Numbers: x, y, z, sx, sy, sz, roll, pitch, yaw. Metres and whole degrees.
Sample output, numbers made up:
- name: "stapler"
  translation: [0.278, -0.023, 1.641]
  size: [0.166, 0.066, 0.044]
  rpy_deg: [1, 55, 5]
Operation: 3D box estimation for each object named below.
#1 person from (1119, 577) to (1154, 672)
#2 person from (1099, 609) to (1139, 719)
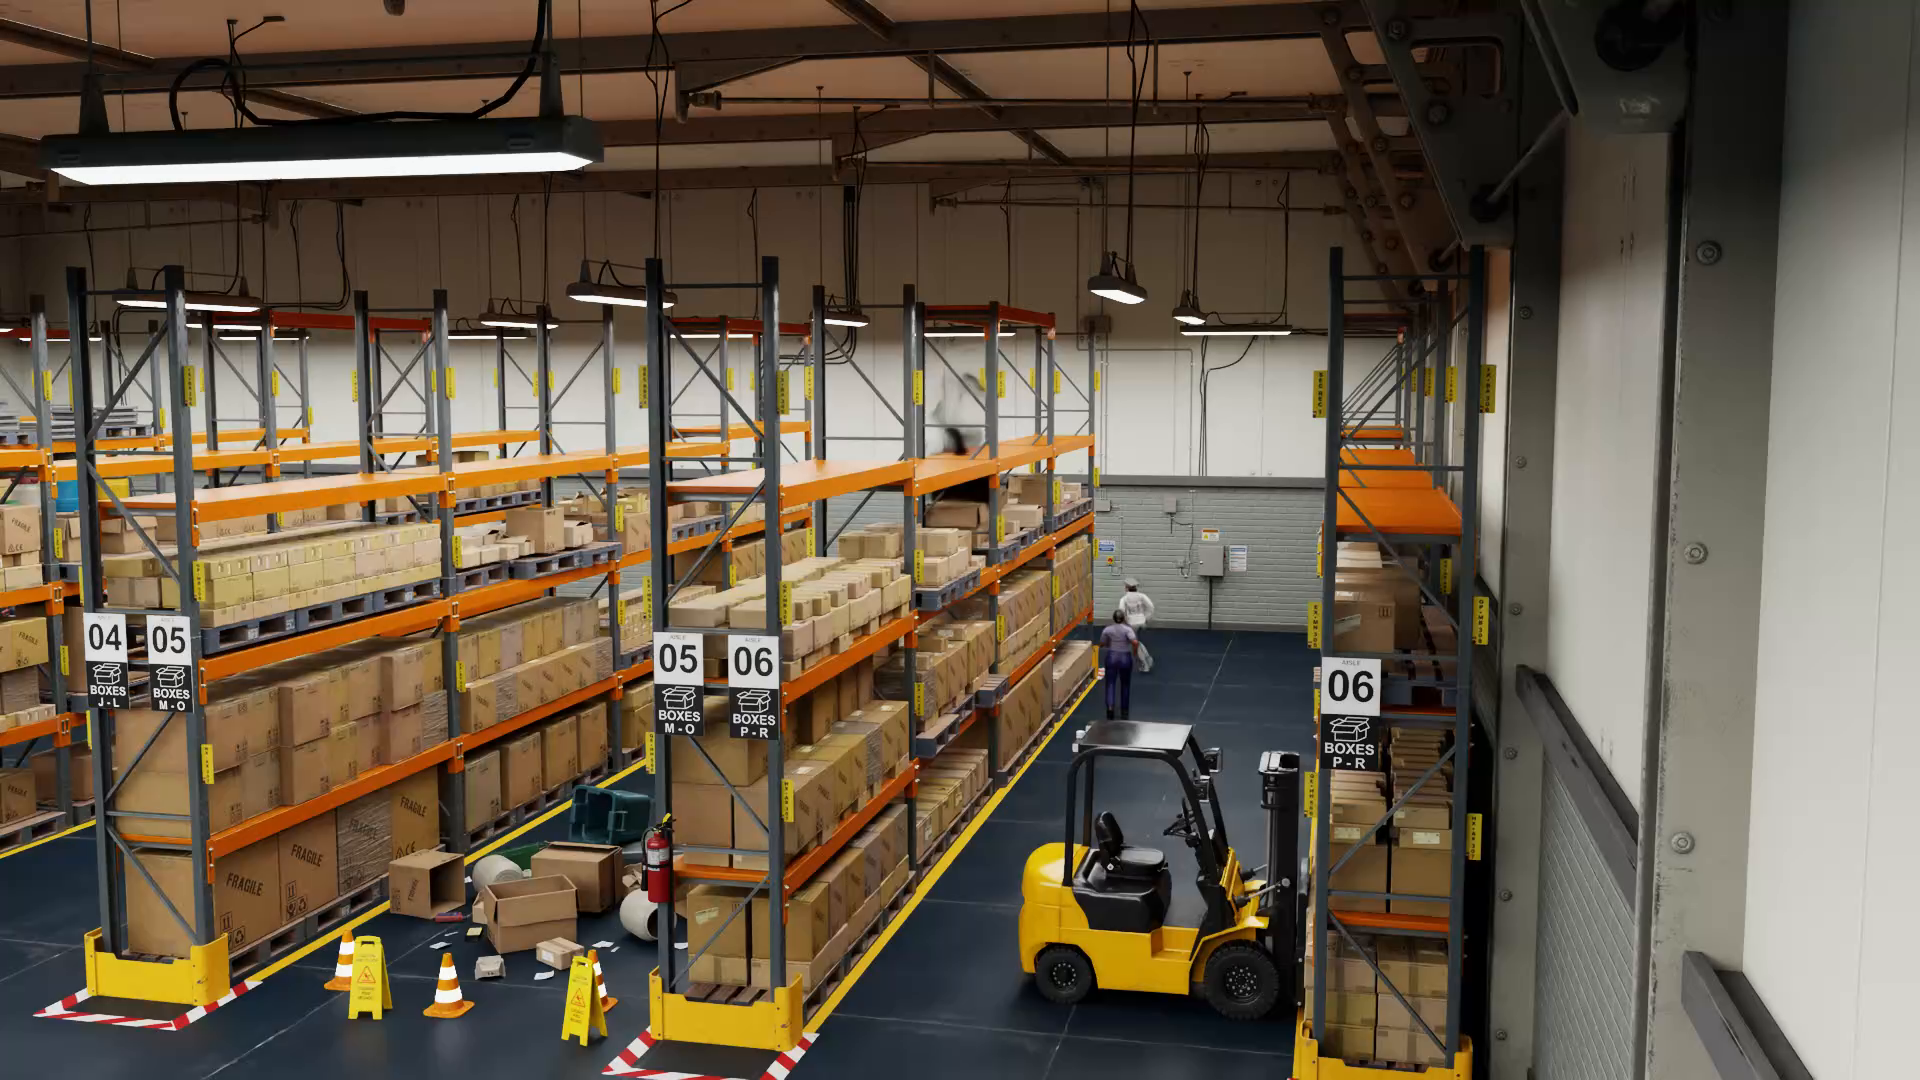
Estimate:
- name: "person"
  translation: [2.986, 1.449, 28.644]
  size: [0.650, 1.634, 0.520]
  rpy_deg: [-3, 7, -28]
- name: "person"
  translation: [2.351, 1.839, 24.637]
  size: [0.602, 1.643, 0.940]
  rpy_deg: [1, 6, 8]
